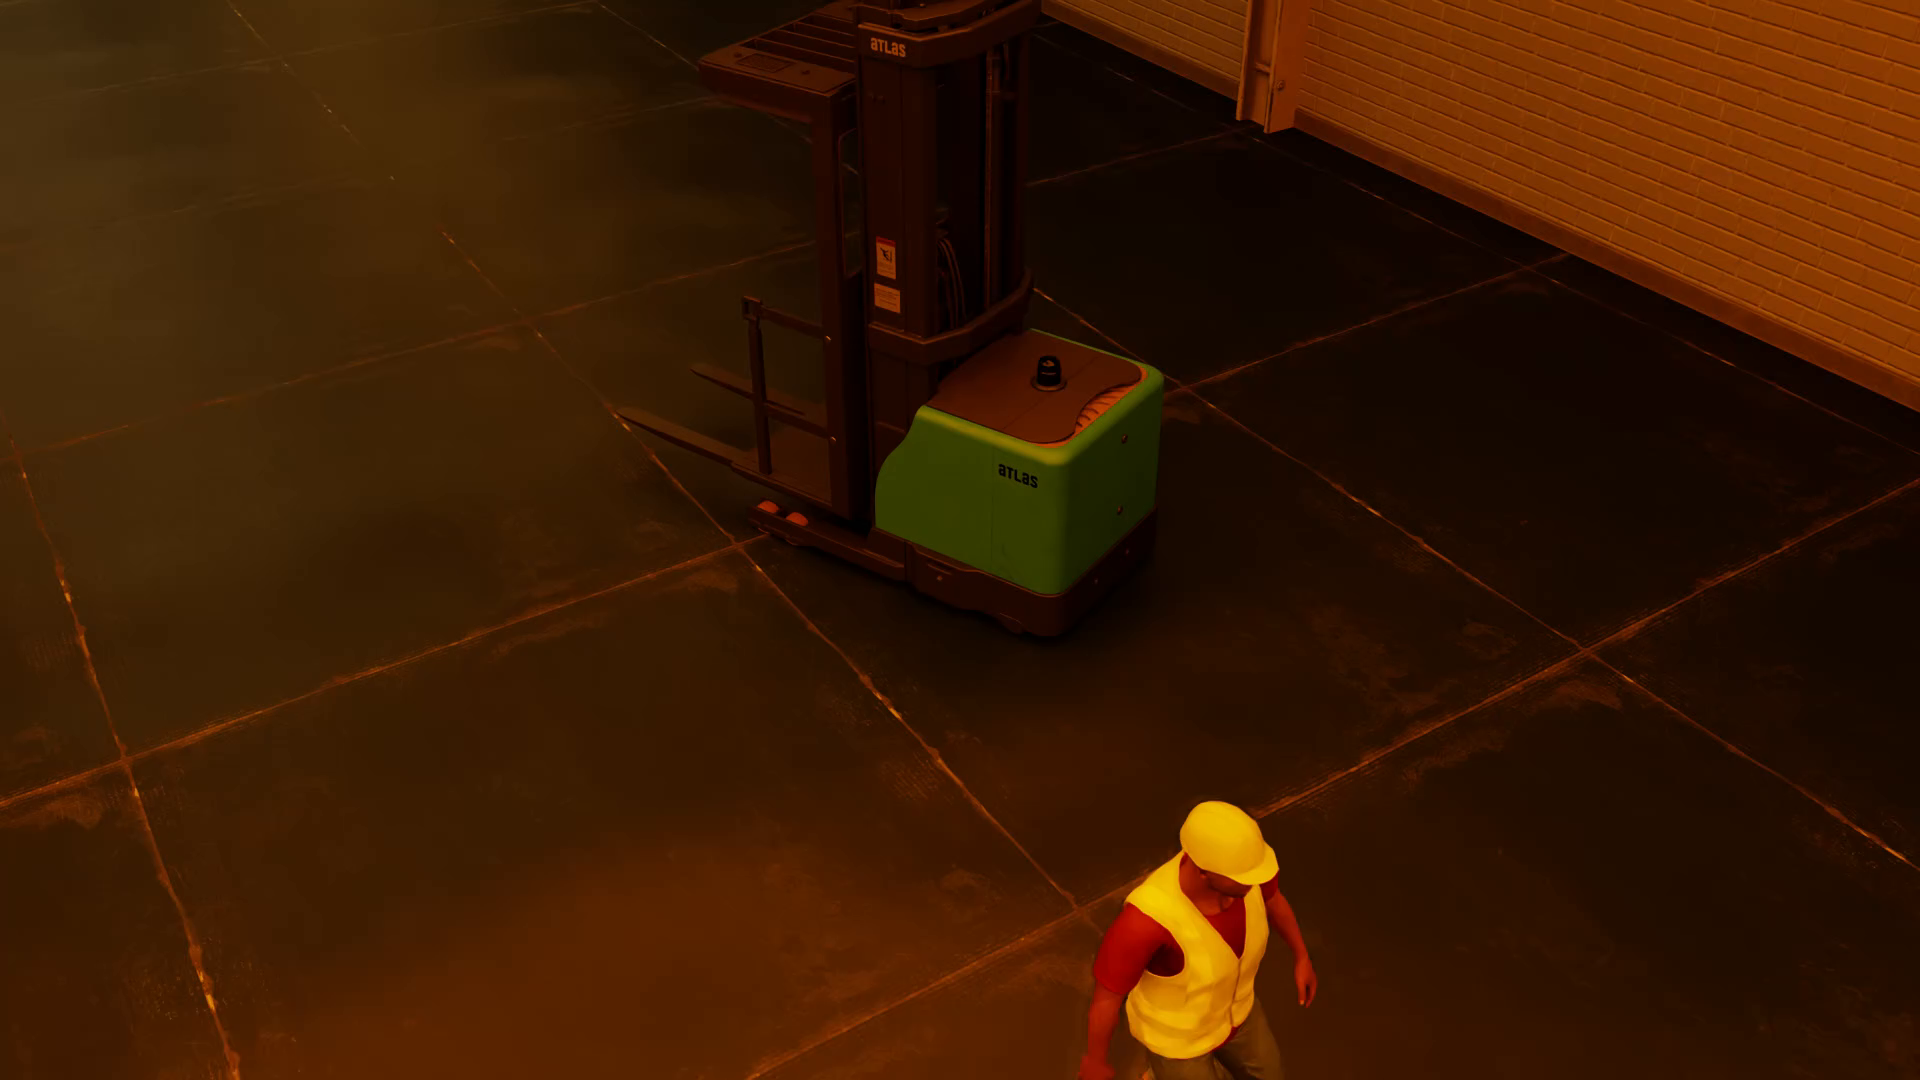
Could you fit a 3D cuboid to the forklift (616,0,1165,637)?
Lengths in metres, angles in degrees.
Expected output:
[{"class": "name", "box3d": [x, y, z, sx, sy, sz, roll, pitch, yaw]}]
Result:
[{"class": "forklift", "box3d": [-0.500, -1.399, 8.138, 3.031, 2.935, 1.130, 22, 41, 28]}]

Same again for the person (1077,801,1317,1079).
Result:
[{"class": "person", "box3d": [0.727, 1.445, 5.123, 0.489, 1.746, 0.771, 28, 44, 34]}]
